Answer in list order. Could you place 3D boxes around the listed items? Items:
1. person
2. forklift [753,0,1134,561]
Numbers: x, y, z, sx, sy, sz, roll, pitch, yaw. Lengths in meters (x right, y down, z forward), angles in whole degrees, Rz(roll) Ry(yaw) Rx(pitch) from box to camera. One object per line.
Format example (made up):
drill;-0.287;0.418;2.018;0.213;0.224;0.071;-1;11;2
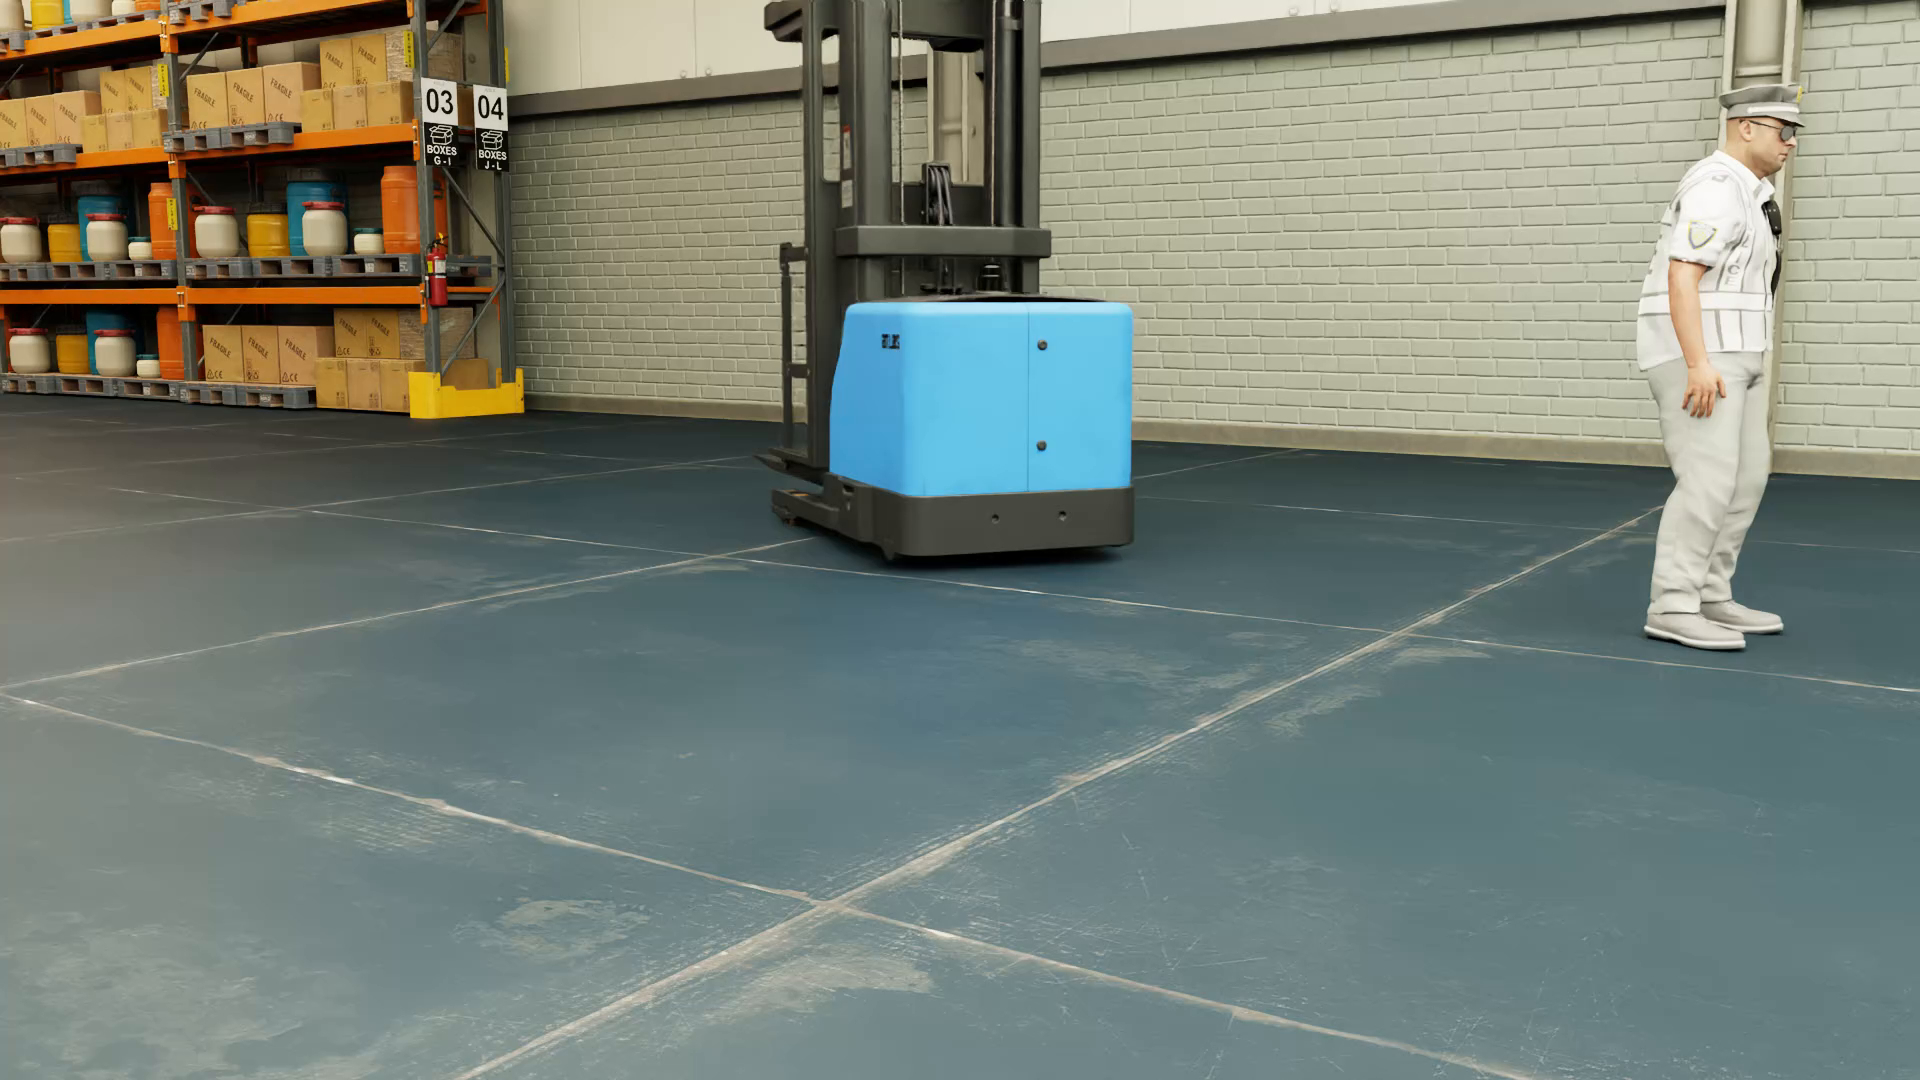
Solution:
person;2.424;-0.562;5.345;0.440;1.747;0.585;7;11;41
forklift;-0.289;-1.535;7.986;1.130;2.935;3.031;-3;9;-22
